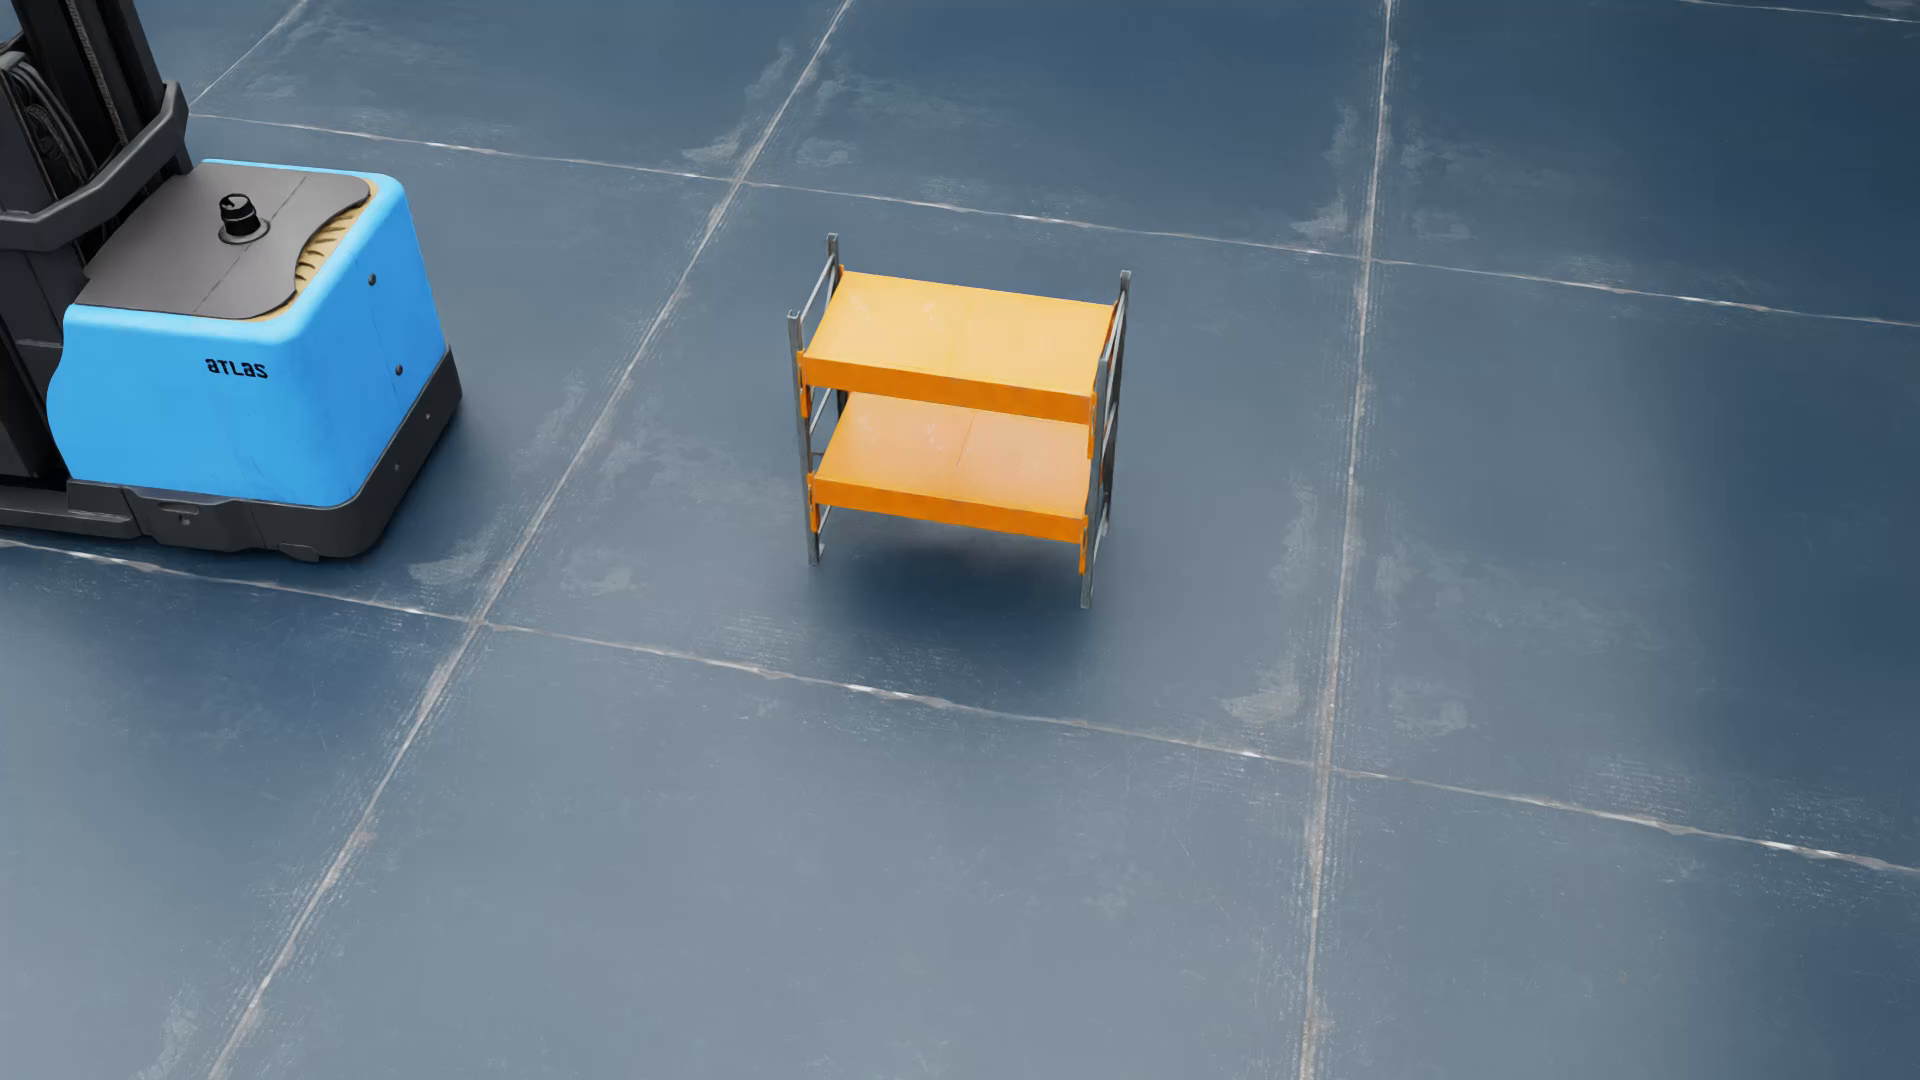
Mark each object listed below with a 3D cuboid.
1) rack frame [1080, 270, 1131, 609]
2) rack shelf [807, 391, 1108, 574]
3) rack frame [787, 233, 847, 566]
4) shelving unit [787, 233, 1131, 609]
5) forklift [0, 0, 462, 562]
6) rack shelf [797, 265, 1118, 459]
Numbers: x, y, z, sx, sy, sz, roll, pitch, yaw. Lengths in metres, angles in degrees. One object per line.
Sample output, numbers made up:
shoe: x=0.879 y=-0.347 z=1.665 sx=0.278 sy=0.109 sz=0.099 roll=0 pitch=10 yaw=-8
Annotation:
rack frame: x=0.503 y=-0.327 z=5.779 sx=0.032 sy=1.125 sz=0.500 roll=9 pitch=45 yaw=9
rack shelf: x=0.007 y=-0.228 z=6.028 sx=1.000 sy=0.278 sz=0.538 roll=9 pitch=45 yaw=9
rack frame: x=-0.489 y=-0.481 z=5.939 sx=0.032 sy=1.125 sz=0.500 roll=9 pitch=45 yaw=9
shelving unit: x=0.007 y=-0.404 z=5.859 sx=1.048 sy=1.125 sz=0.538 roll=9 pitch=45 yaw=9
forklift: x=-3.585 y=-1.454 z=5.647 sx=3.031 sy=2.935 sz=1.130 roll=6 pitch=44 yaw=7
rack shelf: x=0.007 y=-0.615 z=5.656 sx=1.000 sy=0.278 sz=0.538 roll=9 pitch=45 yaw=9
